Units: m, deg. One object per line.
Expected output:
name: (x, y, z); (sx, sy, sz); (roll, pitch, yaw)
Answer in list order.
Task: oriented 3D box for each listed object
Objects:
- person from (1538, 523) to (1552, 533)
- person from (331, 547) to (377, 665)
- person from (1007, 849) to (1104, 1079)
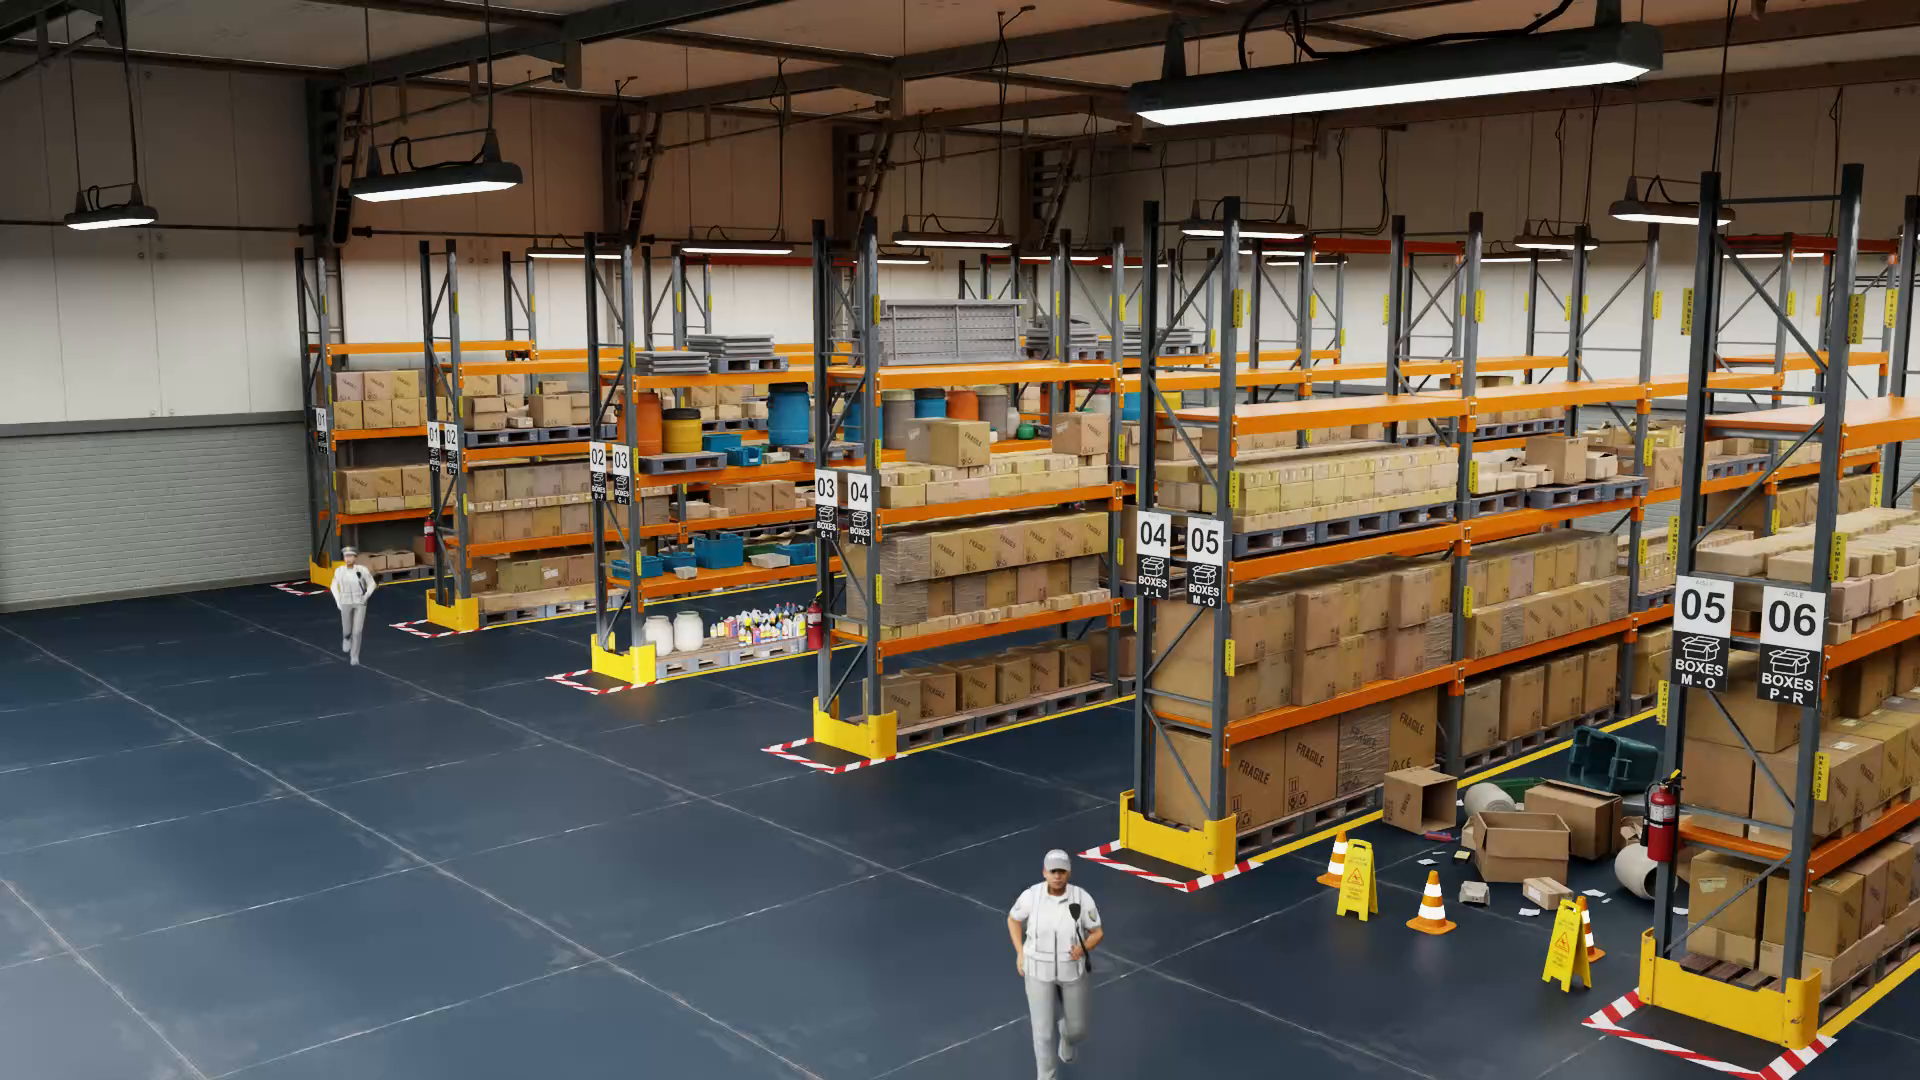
person: (9.206, 0.513, 26.296); (0.893, 1.582, 0.539); (-8, 12, -44)
person: (-8.593, 0.905, 23.604); (0.615, 1.676, 0.603); (-2, 9, -15)
person: (0.616, 2.801, 10.754); (0.620, 1.622, 0.824); (0, 8, 0)
